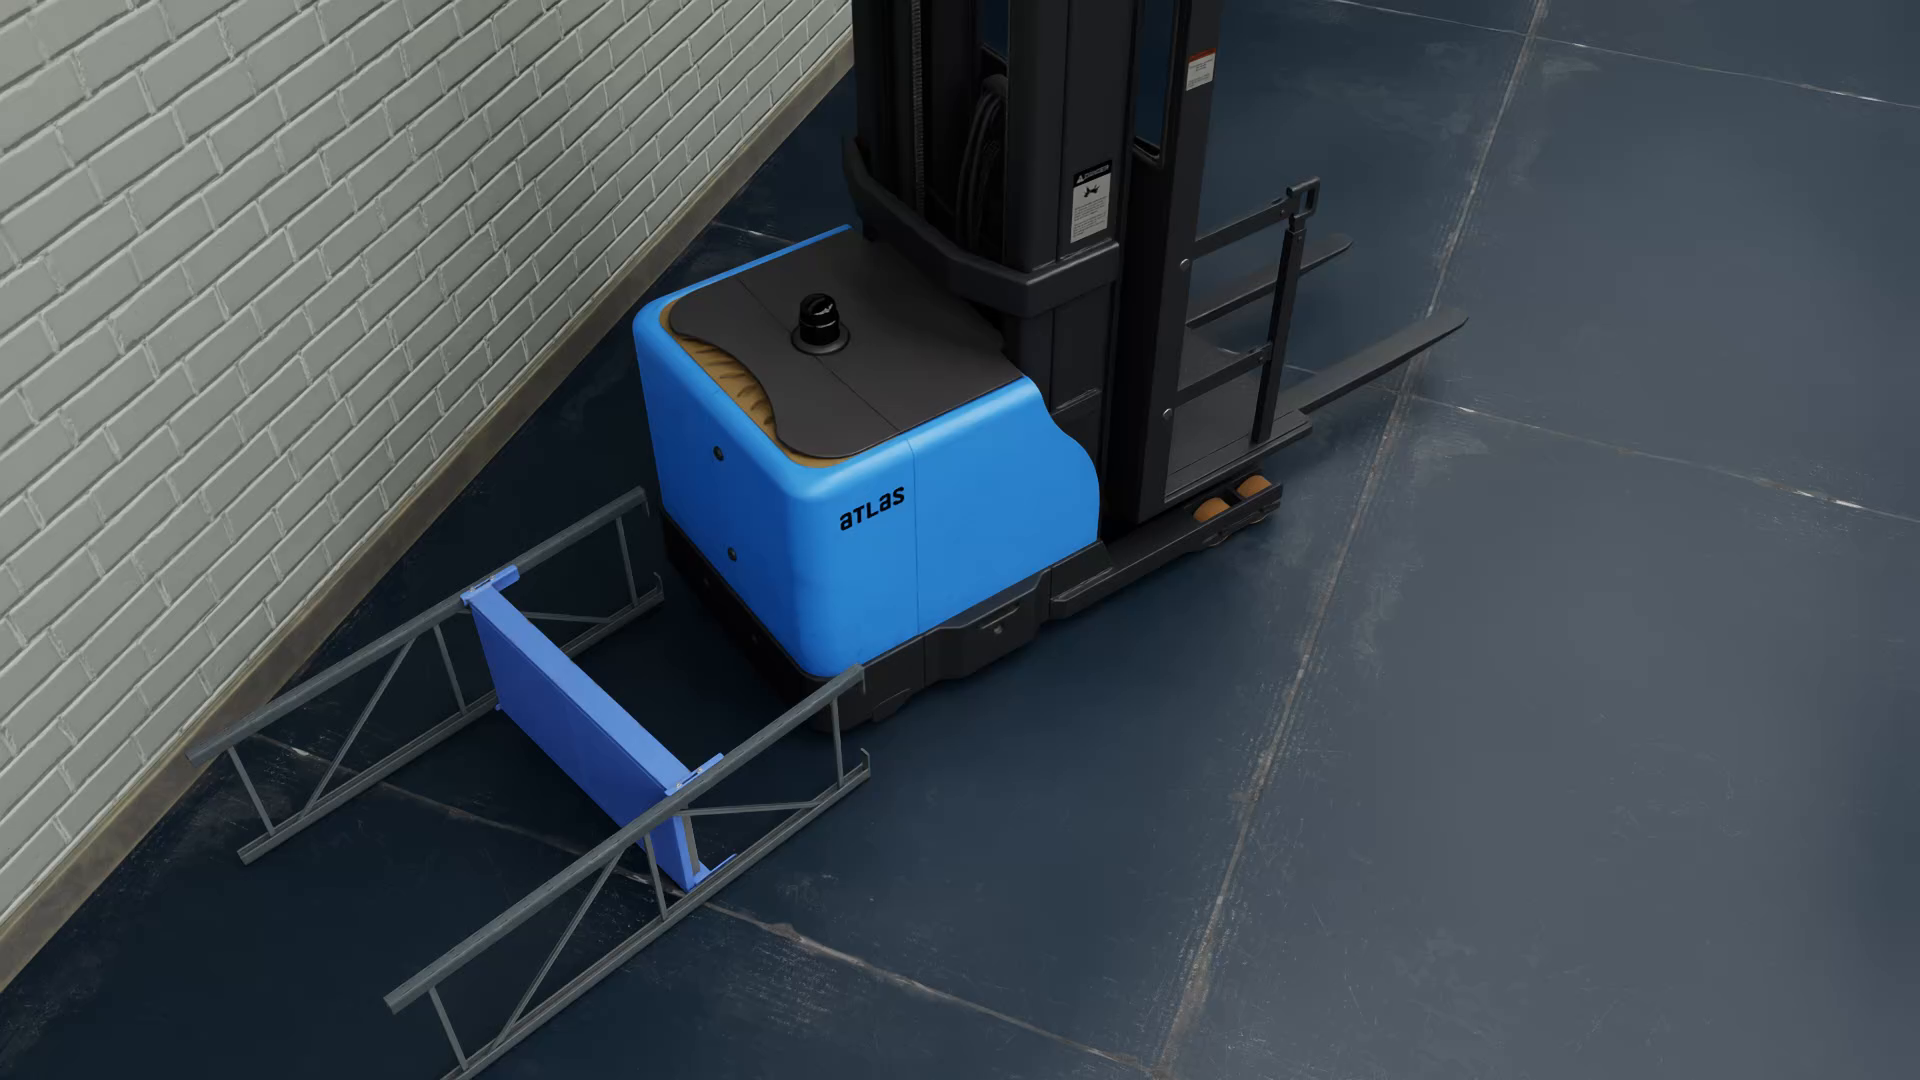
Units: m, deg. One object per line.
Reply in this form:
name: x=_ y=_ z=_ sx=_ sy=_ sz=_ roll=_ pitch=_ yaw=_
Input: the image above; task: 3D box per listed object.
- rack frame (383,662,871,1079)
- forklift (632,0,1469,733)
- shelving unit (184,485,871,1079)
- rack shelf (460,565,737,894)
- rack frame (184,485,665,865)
rack frame: x=-0.817 y=0.896 z=4.468 sx=1.500 sy=0.500 sz=0.032 roll=-35 pitch=54 yaw=-30
forklift: x=0.505 y=-1.296 z=4.974 sx=3.031 sy=2.935 sz=1.130 roll=-27 pitch=51 yaw=-24
shelving unit: x=-1.172 y=0.640 z=4.725 sx=1.500 sy=0.538 sz=1.048 roll=-35 pitch=54 yaw=-30
rack shelf: x=-1.043 y=0.551 z=4.814 sx=0.185 sy=0.538 sz=1.000 roll=-35 pitch=54 yaw=-30
rack frame: x=-1.527 y=0.383 z=4.983 sx=1.500 sy=0.500 sz=0.032 roll=-35 pitch=54 yaw=-30
